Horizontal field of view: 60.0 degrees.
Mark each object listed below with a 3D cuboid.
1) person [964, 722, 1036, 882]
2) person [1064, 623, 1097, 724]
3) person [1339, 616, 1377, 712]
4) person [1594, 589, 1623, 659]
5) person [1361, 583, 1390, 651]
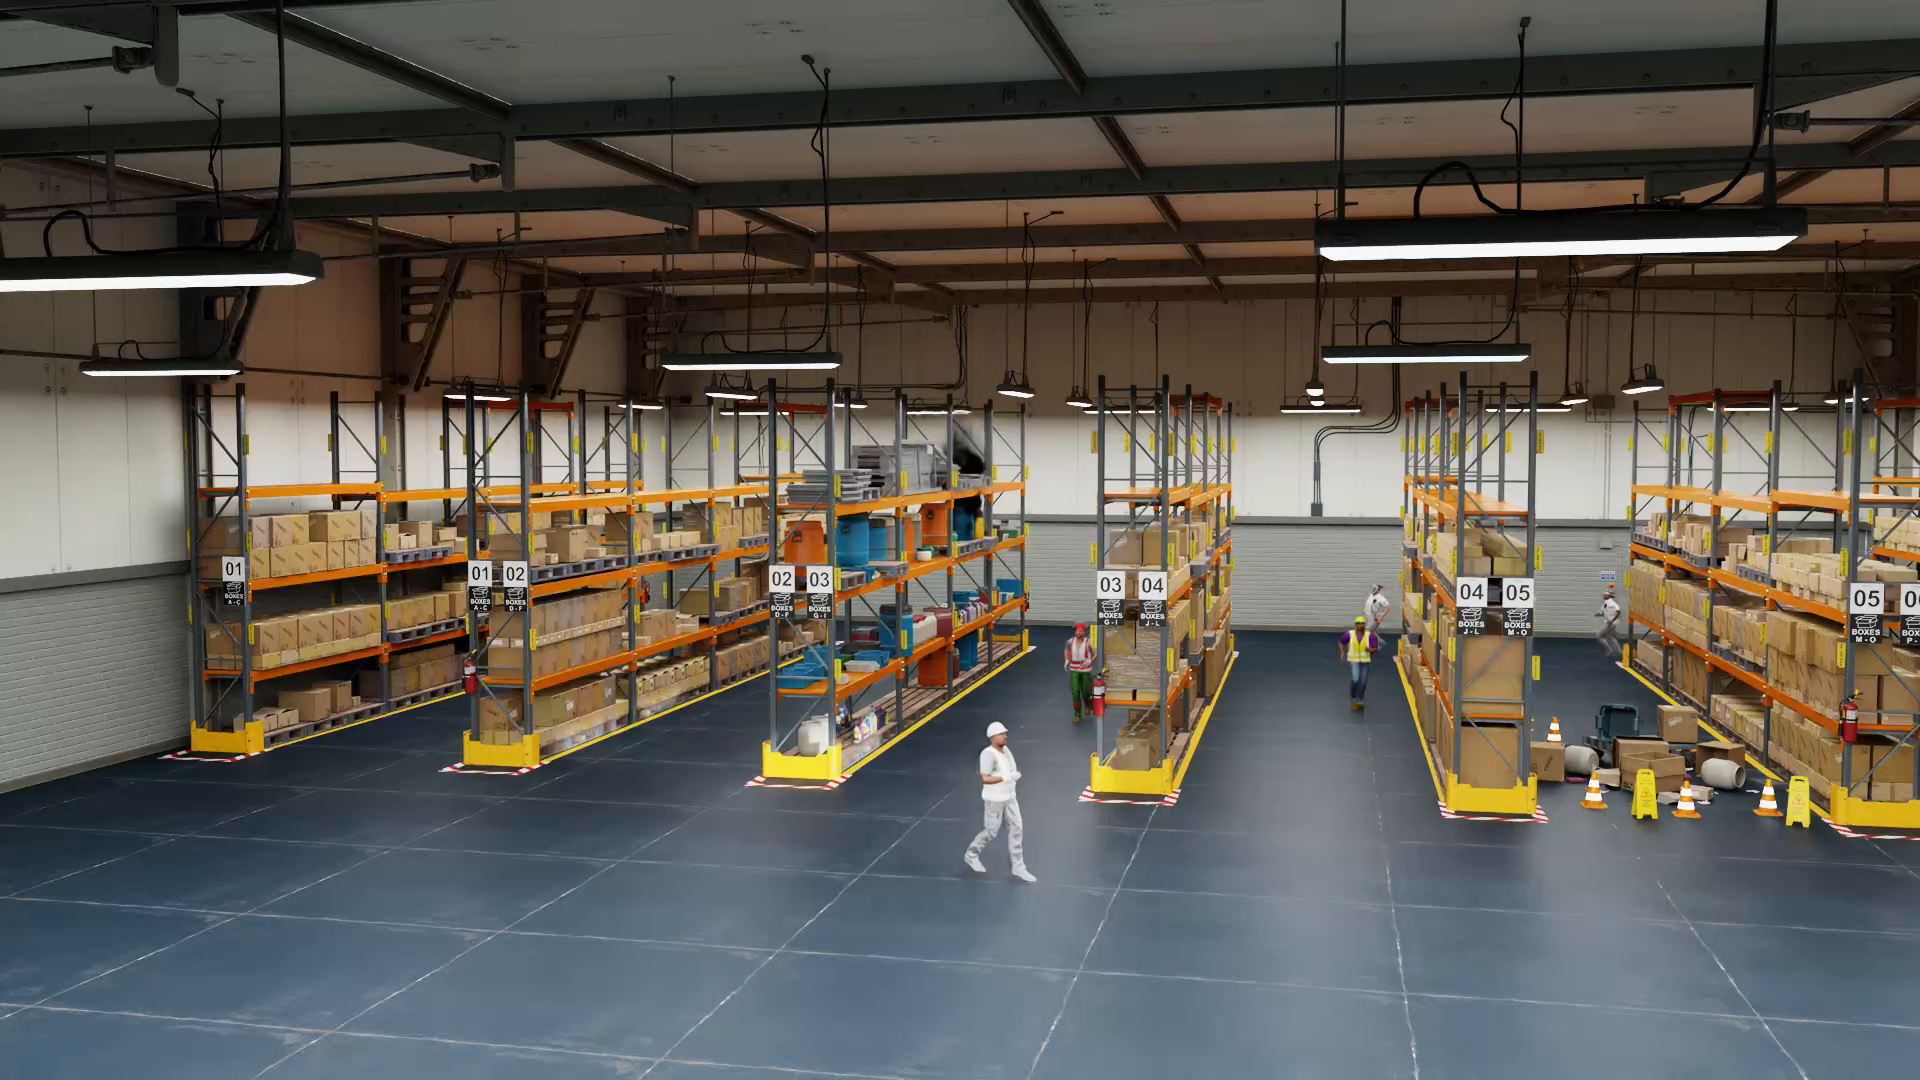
[{"bbox_3d":[0.453,2.987,19.080,0.896,1.797,0.676,2,4,34],"label":"person"},{"bbox_3d":[2.193,2.387,30.131,0.663,1.790,0.863,1,3,15],"label":"person"},{"bbox_3d":[7.512,2.336,31.313,0.670,1.798,0.728,0,3,3],"label":"person"},{"bbox_3d":[15.160,1.962,38.827,0.674,1.673,0.615,1,3,19],"label":"person"},{"bbox_3d":[9.795,1.874,39.398,0.956,1.742,0.733,-1,3,-16],"label":"person"}]
